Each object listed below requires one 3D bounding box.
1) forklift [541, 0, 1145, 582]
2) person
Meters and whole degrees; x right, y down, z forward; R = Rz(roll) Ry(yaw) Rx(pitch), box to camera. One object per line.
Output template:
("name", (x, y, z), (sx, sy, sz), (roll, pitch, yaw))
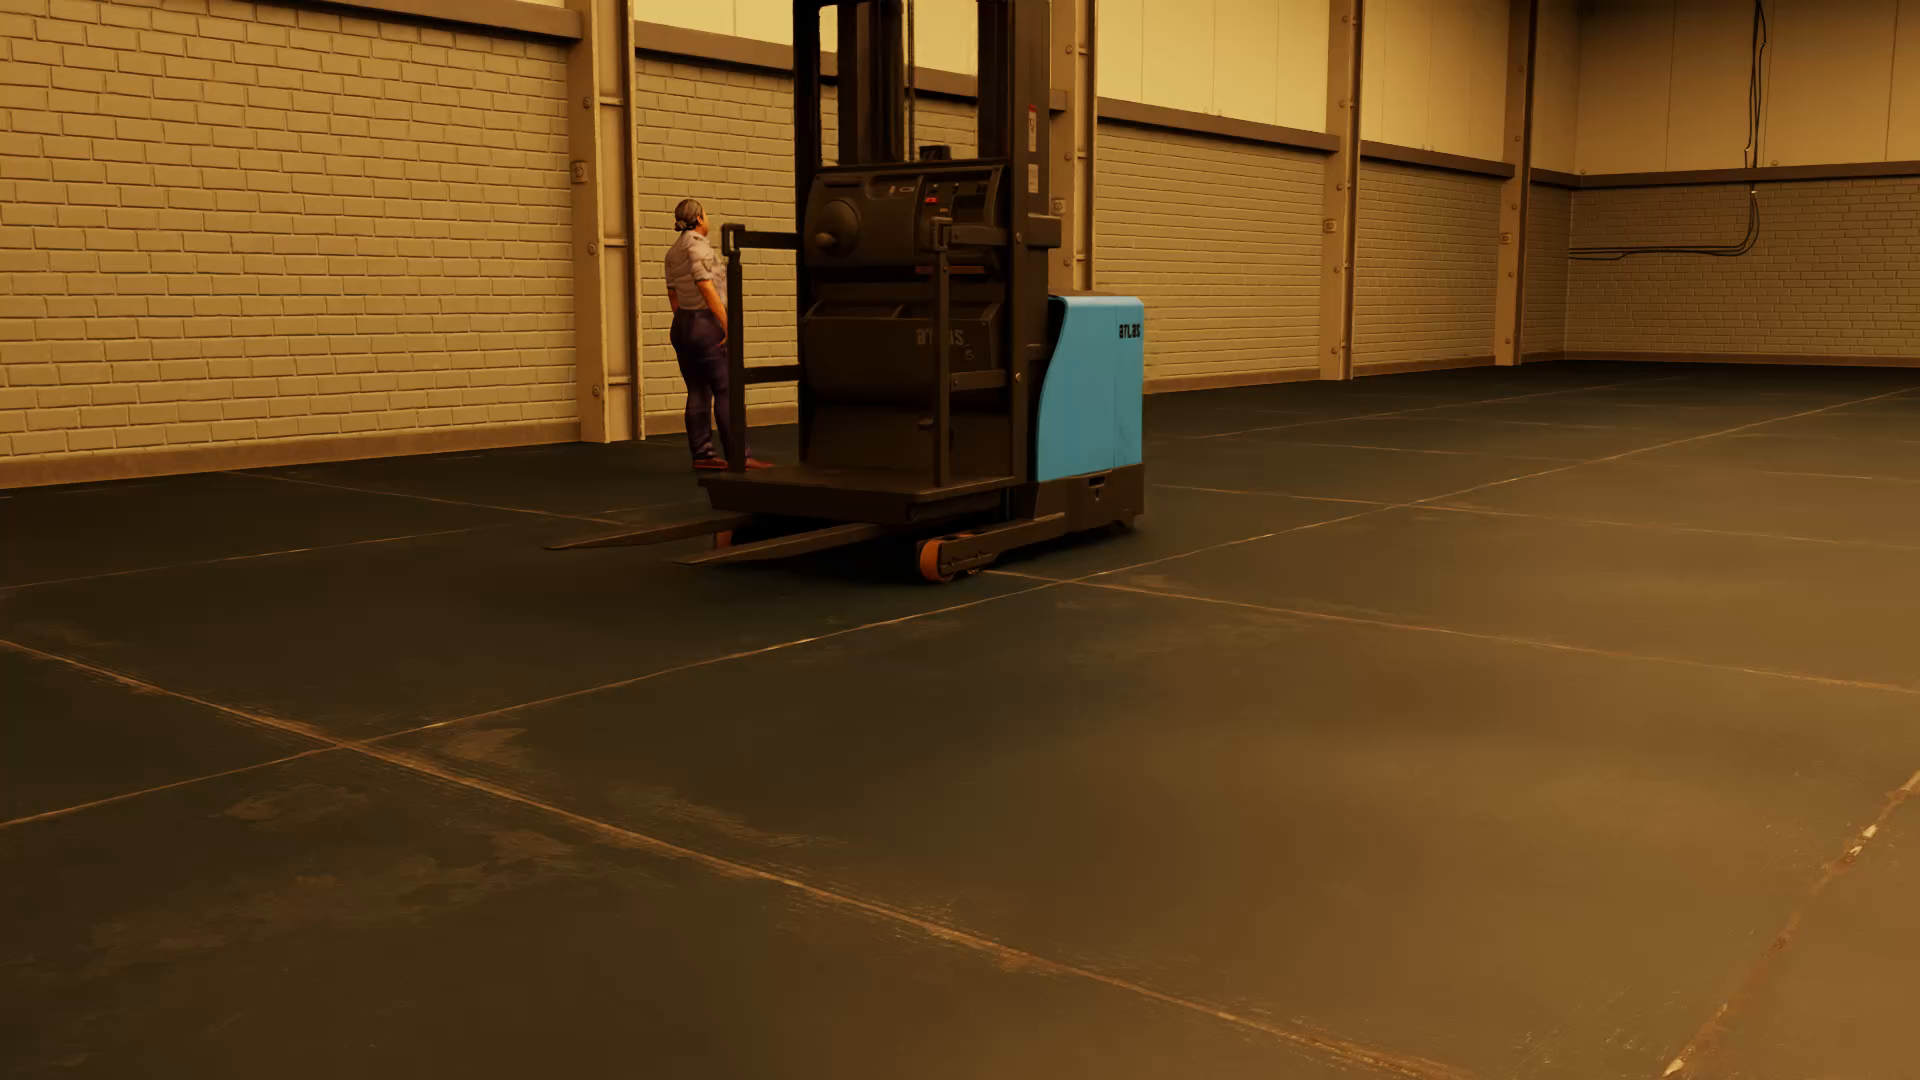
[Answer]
("forklift", (-0.351, -1.366, 6.614), (1.130, 2.935, 3.031), (5, 10, 32))
("person", (-1.491, -1.248, 10.194), (0.503, 1.651, 0.597), (-6, 10, -36))
